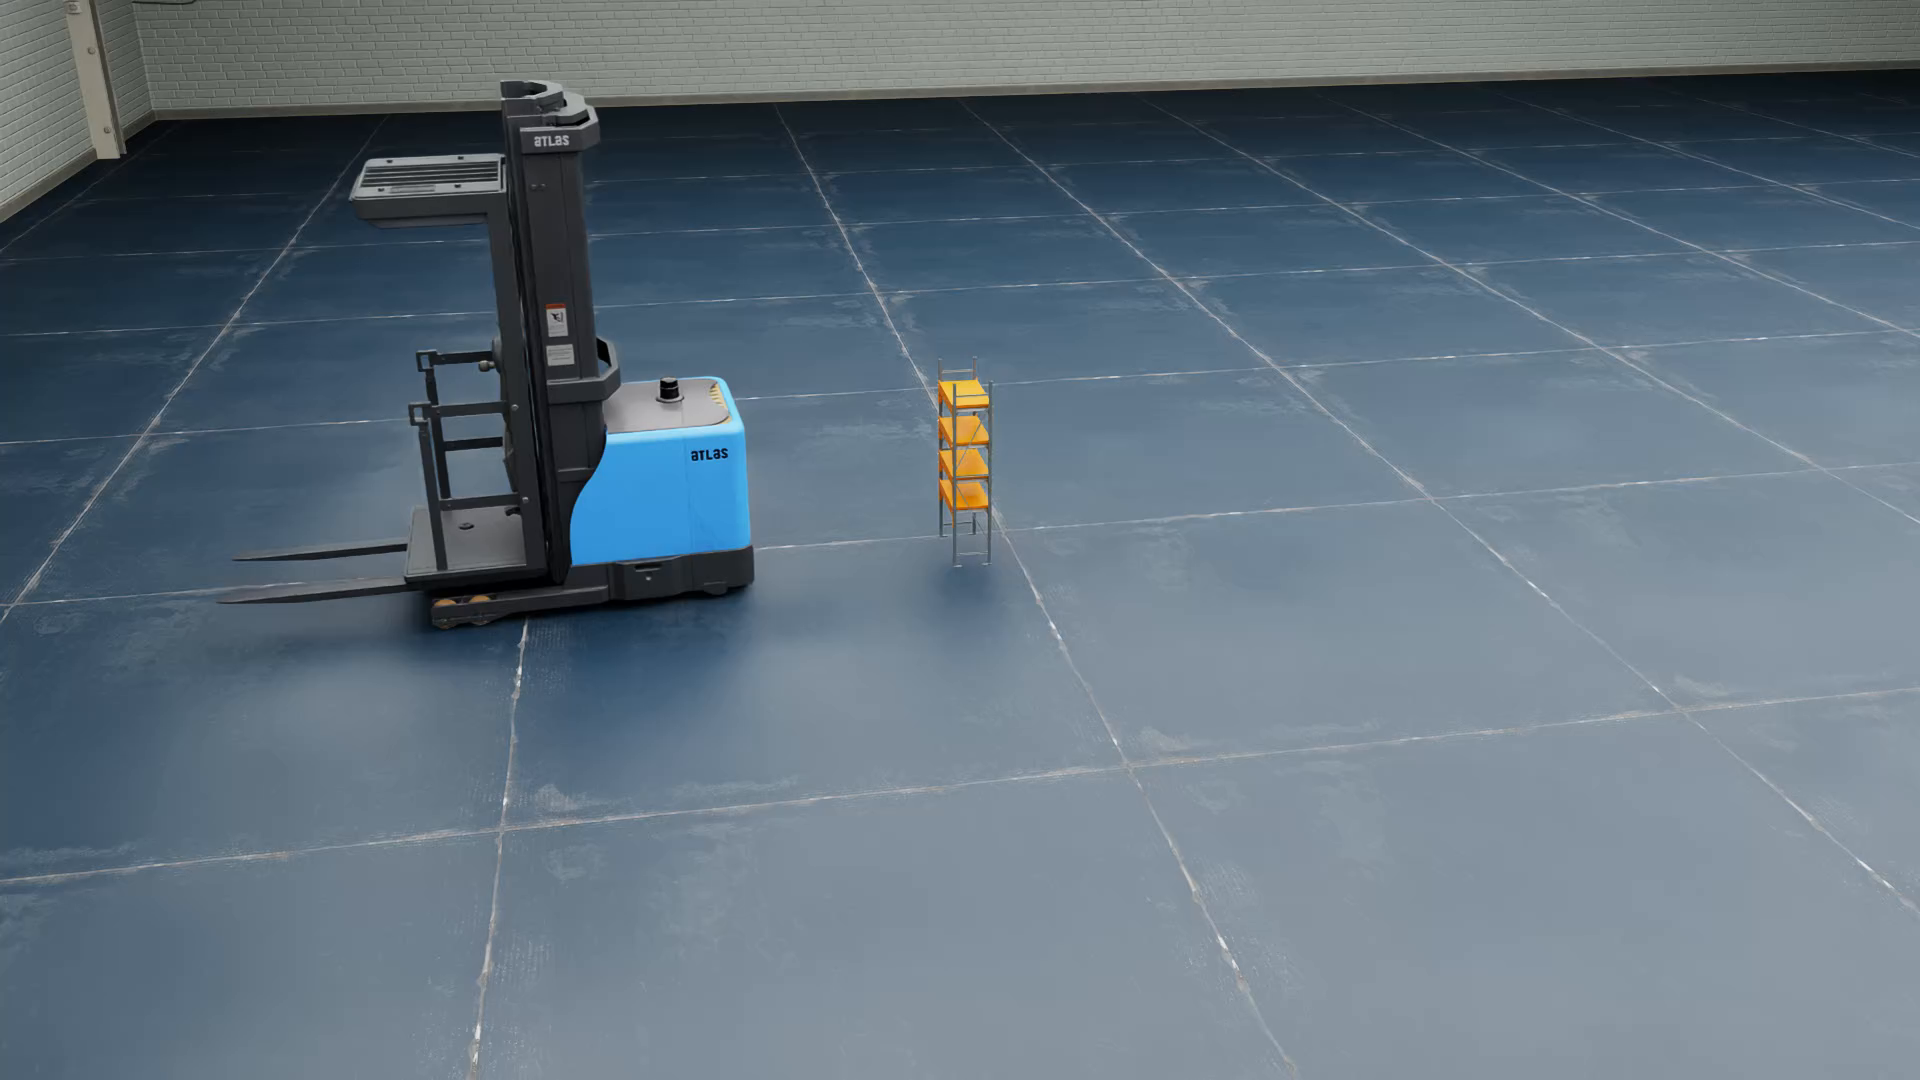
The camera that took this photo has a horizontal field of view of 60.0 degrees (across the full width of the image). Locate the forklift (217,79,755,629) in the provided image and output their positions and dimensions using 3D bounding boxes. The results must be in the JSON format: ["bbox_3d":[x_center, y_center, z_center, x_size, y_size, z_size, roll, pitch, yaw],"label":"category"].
[{"bbox_3d":[-2.813,-1.065,9.527,3.031,2.935,1.130,-6,24,-13],"label":"forklift"}]

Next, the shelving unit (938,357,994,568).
[{"bbox_3d":[0.031,-0.485,10.361,0.258,1.200,0.503,-4,24,-10],"label":"shelving unit"}]

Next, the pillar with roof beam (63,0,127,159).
[{"bbox_3d":[-7.420,-9.714,21.748,9.100,9.000,0.400,-4,24,-10],"label":"pillar with roof beam"}]

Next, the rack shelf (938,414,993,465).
[{"bbox_3d":[0.031,-0.628,10.298,0.258,0.148,0.480,-4,24,-10],"label":"rack shelf"}]

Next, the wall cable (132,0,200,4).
[{"bbox_3d":[-10.896,-9.229,24.517,3.097,2.526,0.112,-4,24,-10],"label":"wall cable"}]

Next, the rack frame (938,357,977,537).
[{"bbox_3d":[-0.015,-0.581,10.581,0.240,1.200,0.015,-4,24,-10],"label":"rack frame"}]

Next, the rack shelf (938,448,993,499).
[{"bbox_3d":[0.031,-0.423,10.388,0.258,0.148,0.480,-4,24,-10],"label":"rack shelf"}]

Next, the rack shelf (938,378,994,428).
[{"bbox_3d":[0.031,-0.845,10.203,0.258,0.148,0.480,-4,24,-10],"label":"rack shelf"}]

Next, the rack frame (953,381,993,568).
[{"bbox_3d":[0.076,-0.389,10.141,0.240,1.200,0.015,-4,24,-10],"label":"rack frame"}]

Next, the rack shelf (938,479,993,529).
[{"bbox_3d":[0.031,-0.241,10.467,0.258,0.148,0.480,-4,24,-10],"label":"rack shelf"}]
